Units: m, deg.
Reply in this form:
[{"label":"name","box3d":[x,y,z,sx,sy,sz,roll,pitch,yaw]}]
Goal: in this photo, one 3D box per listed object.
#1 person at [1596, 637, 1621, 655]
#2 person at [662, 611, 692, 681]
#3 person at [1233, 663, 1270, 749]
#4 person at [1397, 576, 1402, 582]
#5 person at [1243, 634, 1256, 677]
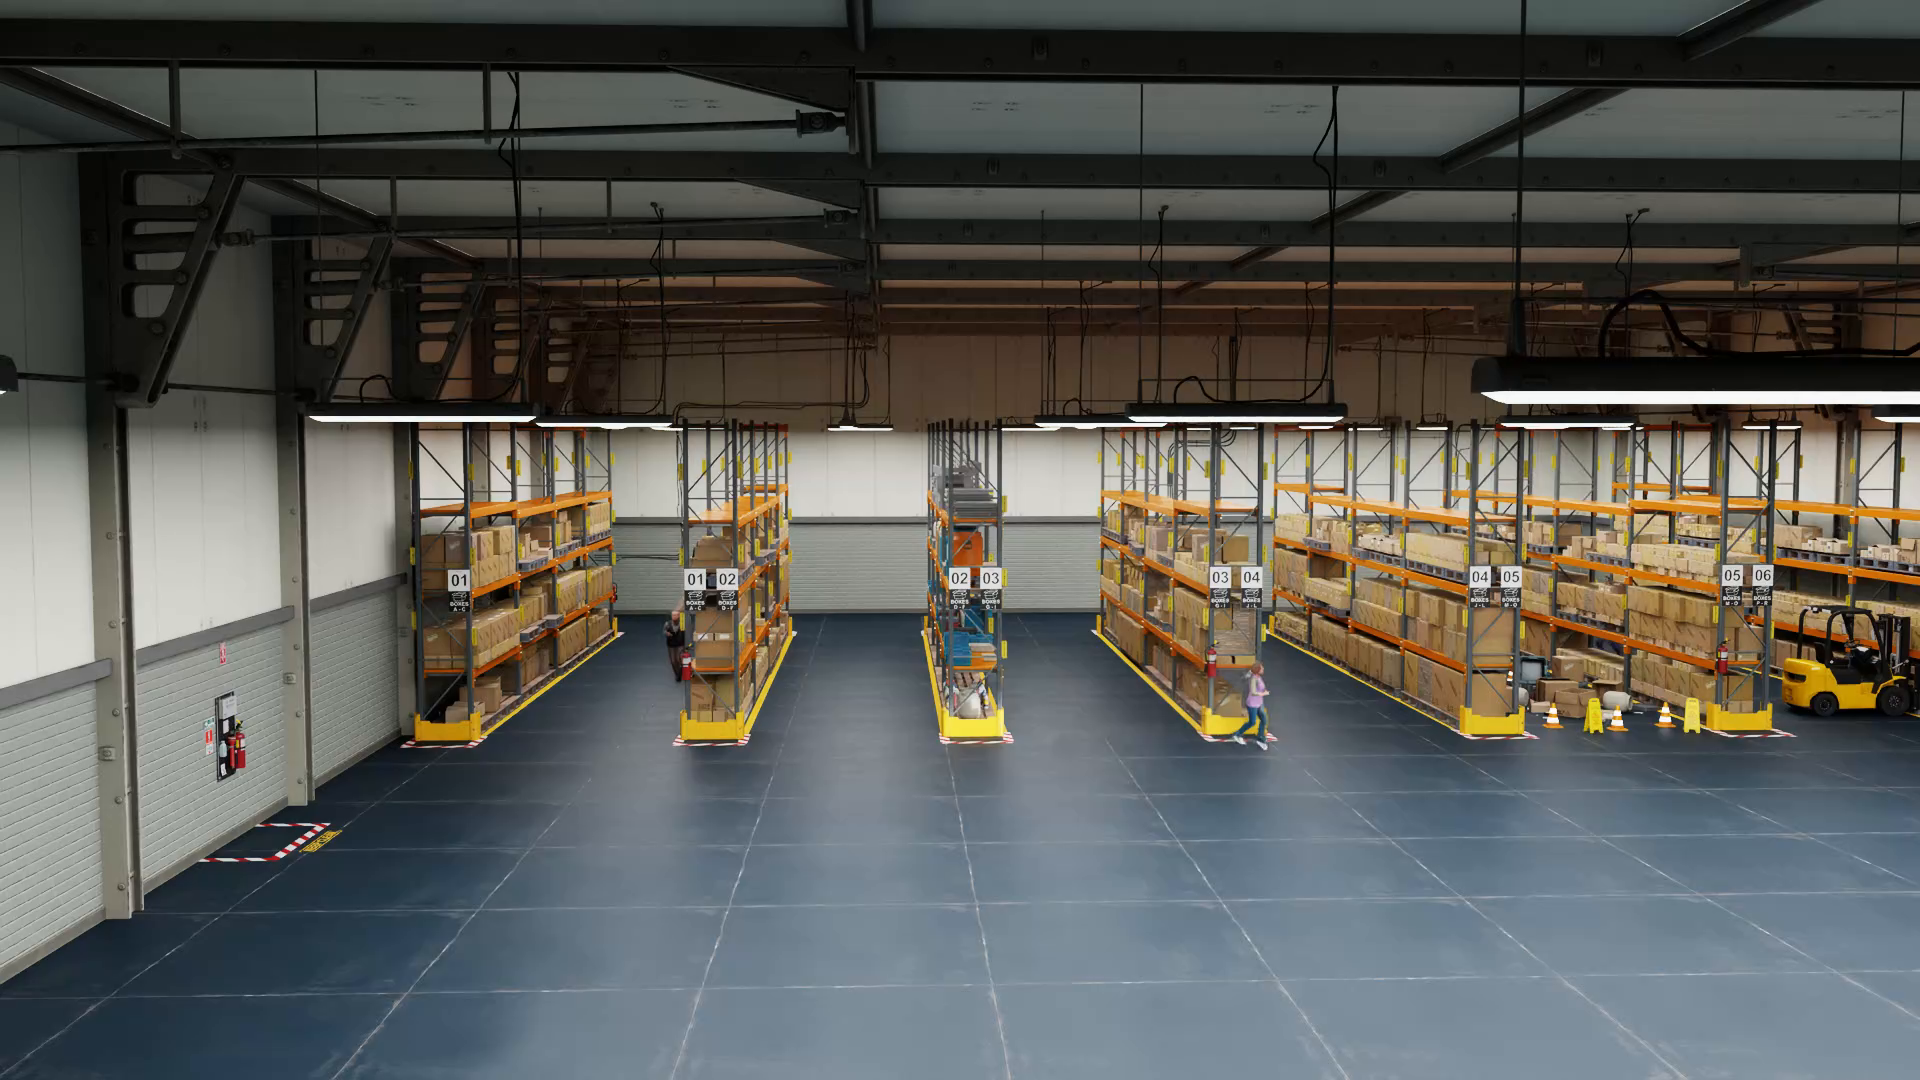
[{"label":"person","box3d":[16.318,2.221,41.960,0.614,1.612,0.852,-1,4,-15]},{"label":"person","box3d":[-6.490,2.442,38.125,0.646,1.651,0.774,0,4,1]},{"label":"person","box3d":[5.273,3.041,30.181,0.692,1.662,0.572,2,4,25]},{"label":"person","box3d":[13.357,1.801,49.306,0.870,1.567,0.581,0,4,4]},{"label":"person","box3d":[6.738,2.409,39.009,0.560,1.622,0.577,0,4,-5]}]
